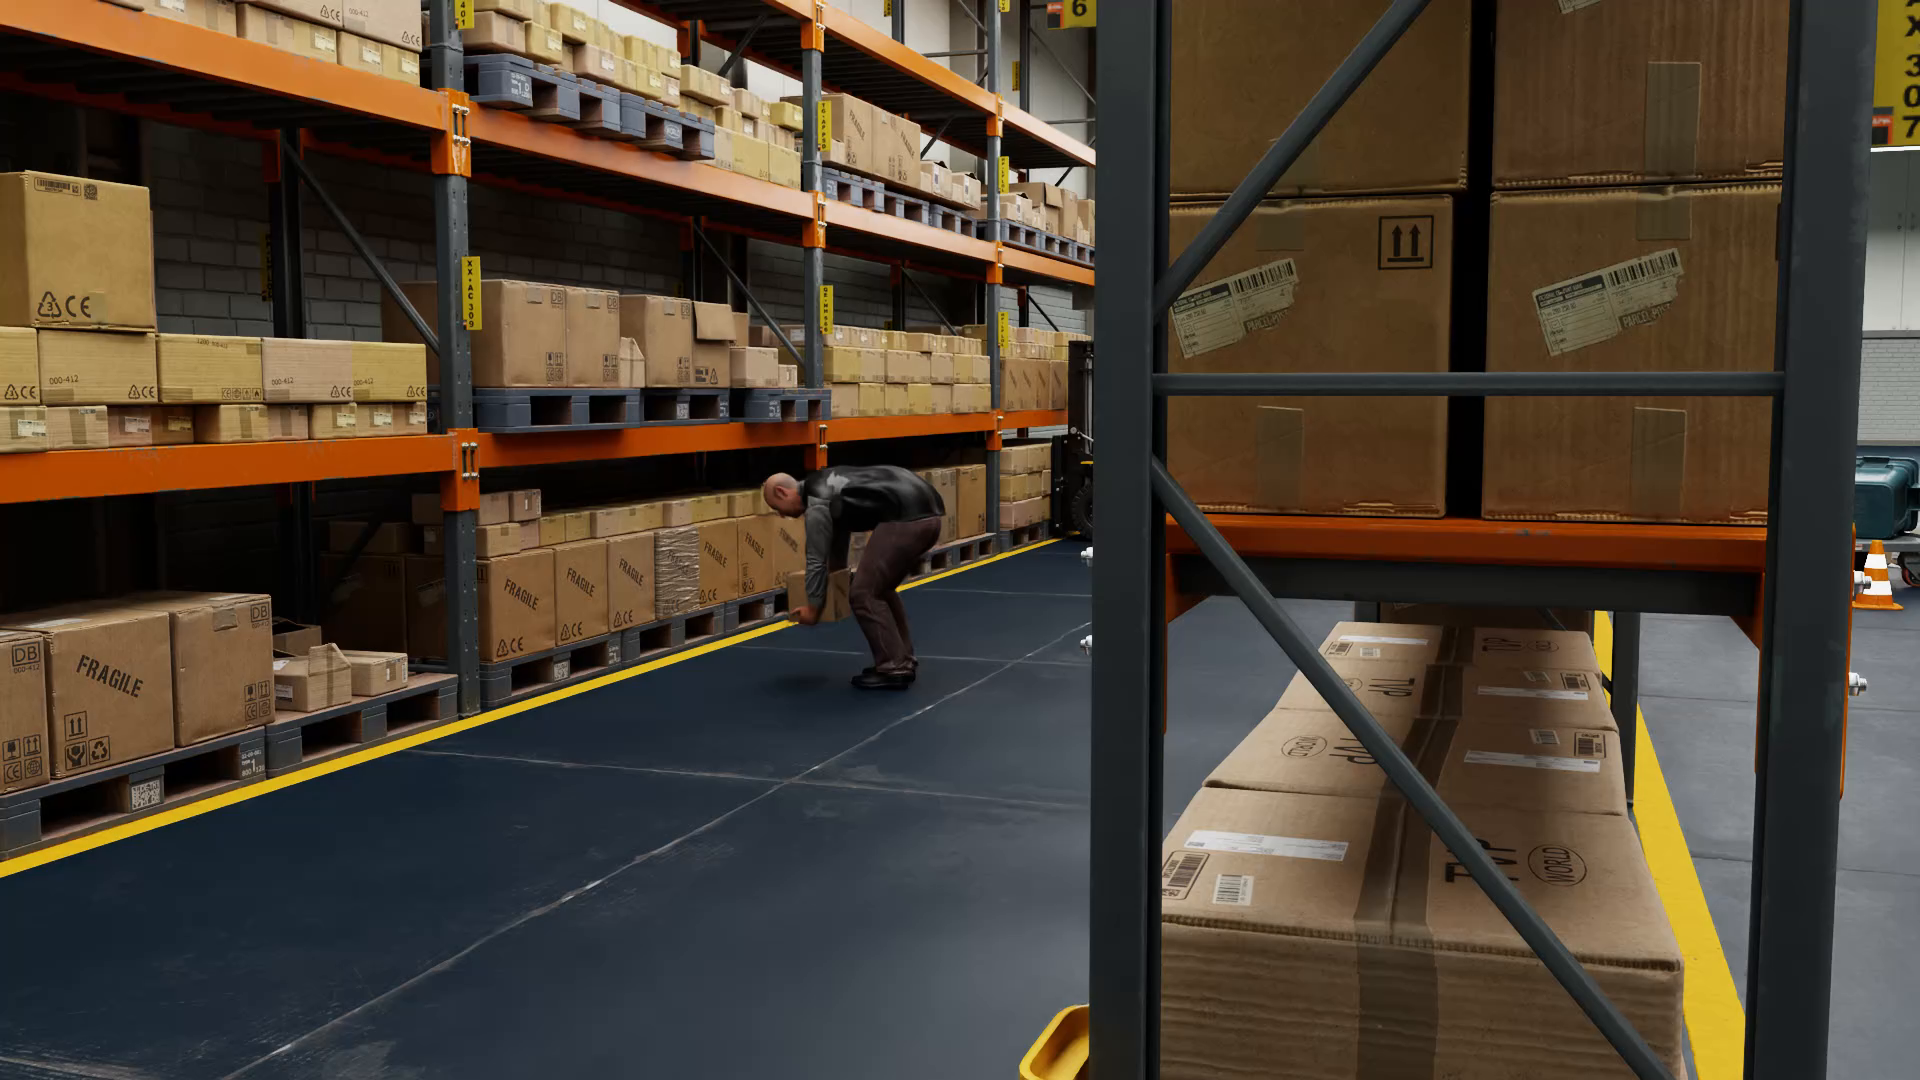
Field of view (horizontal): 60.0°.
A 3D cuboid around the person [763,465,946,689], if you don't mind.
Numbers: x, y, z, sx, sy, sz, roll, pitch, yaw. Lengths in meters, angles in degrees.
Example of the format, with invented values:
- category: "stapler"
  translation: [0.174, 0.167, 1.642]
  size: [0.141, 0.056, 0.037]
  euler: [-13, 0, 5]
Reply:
- category: "person"
  translation: [-0.557, 0.174, 8.535]
  size: [0.959, 1.123, 0.460]
  euler: [2, 5, 17]
